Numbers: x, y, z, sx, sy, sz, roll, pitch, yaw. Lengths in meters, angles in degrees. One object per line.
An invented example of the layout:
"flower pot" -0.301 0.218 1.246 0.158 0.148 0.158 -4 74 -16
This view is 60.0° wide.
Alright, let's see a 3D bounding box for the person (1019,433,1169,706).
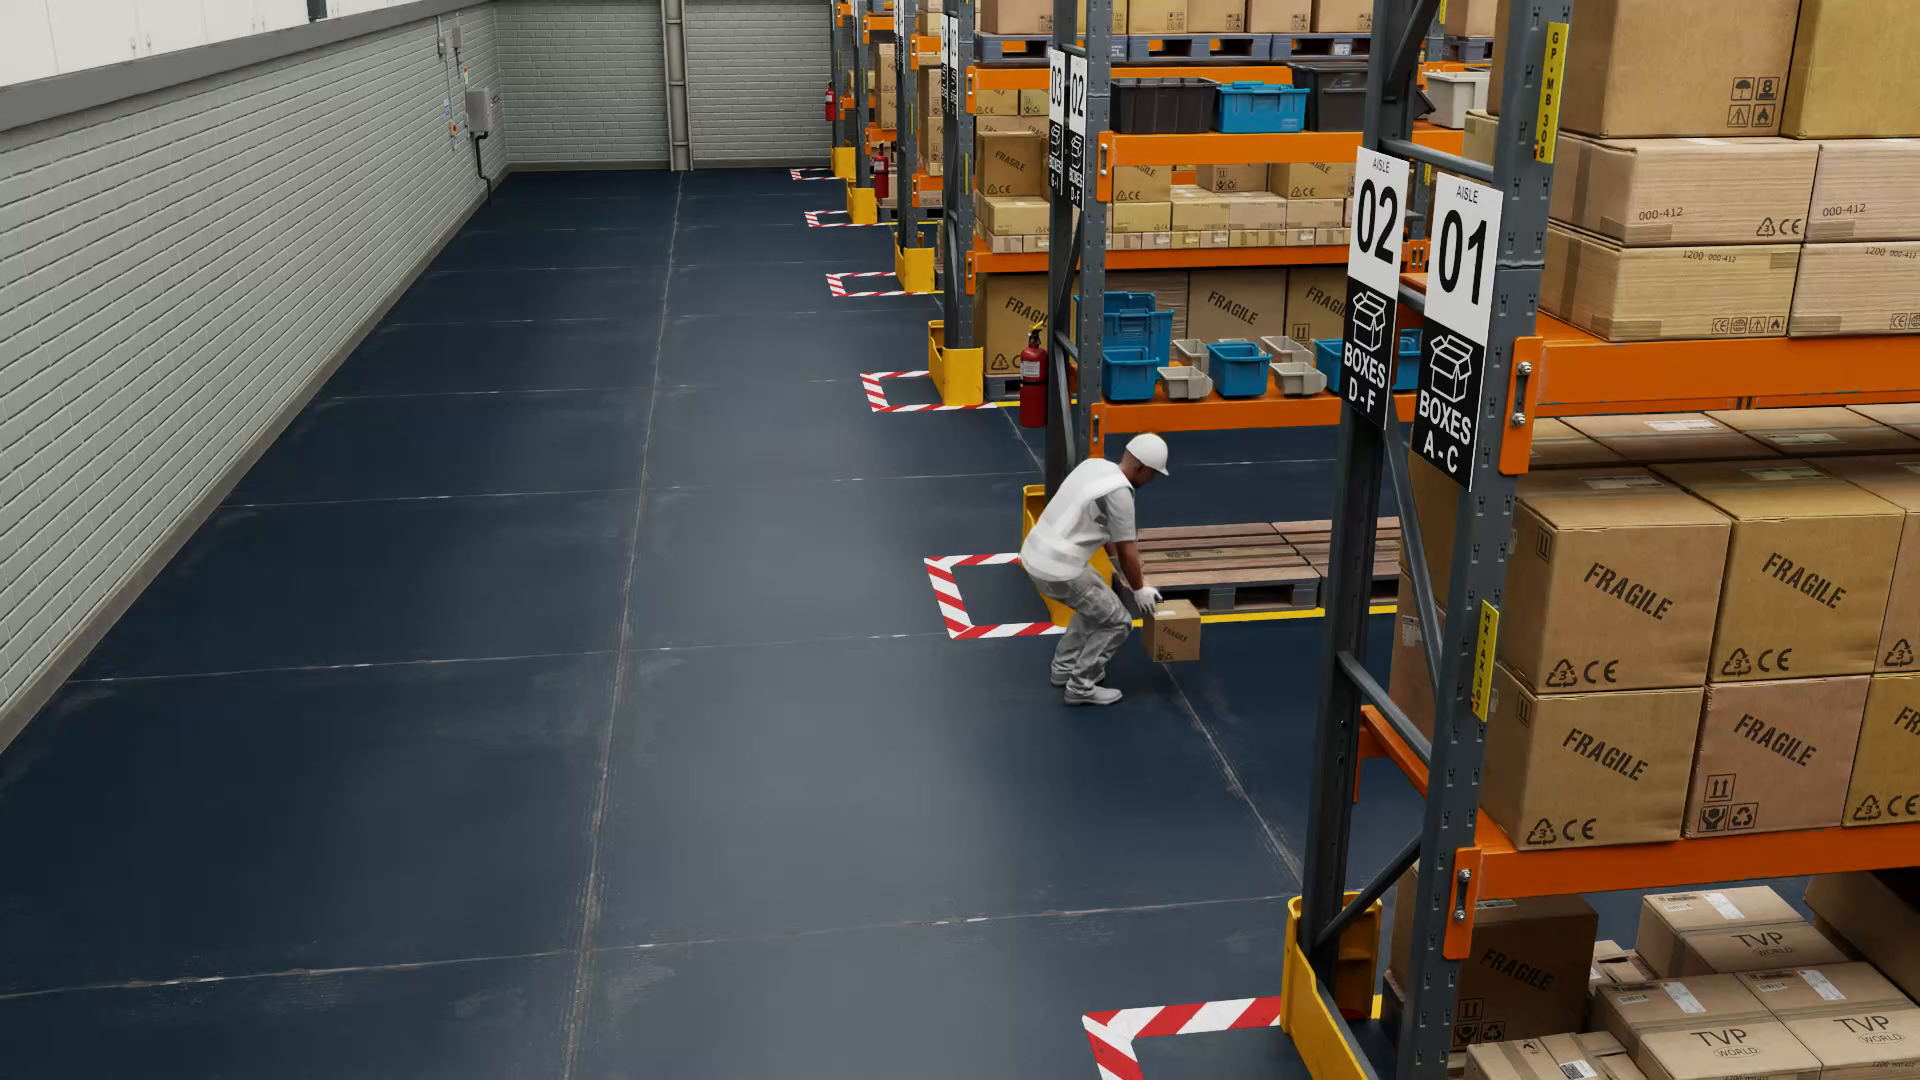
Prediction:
"person" 0.699 0.133 8.724 0.772 1.412 0.613 -3 20 -8
